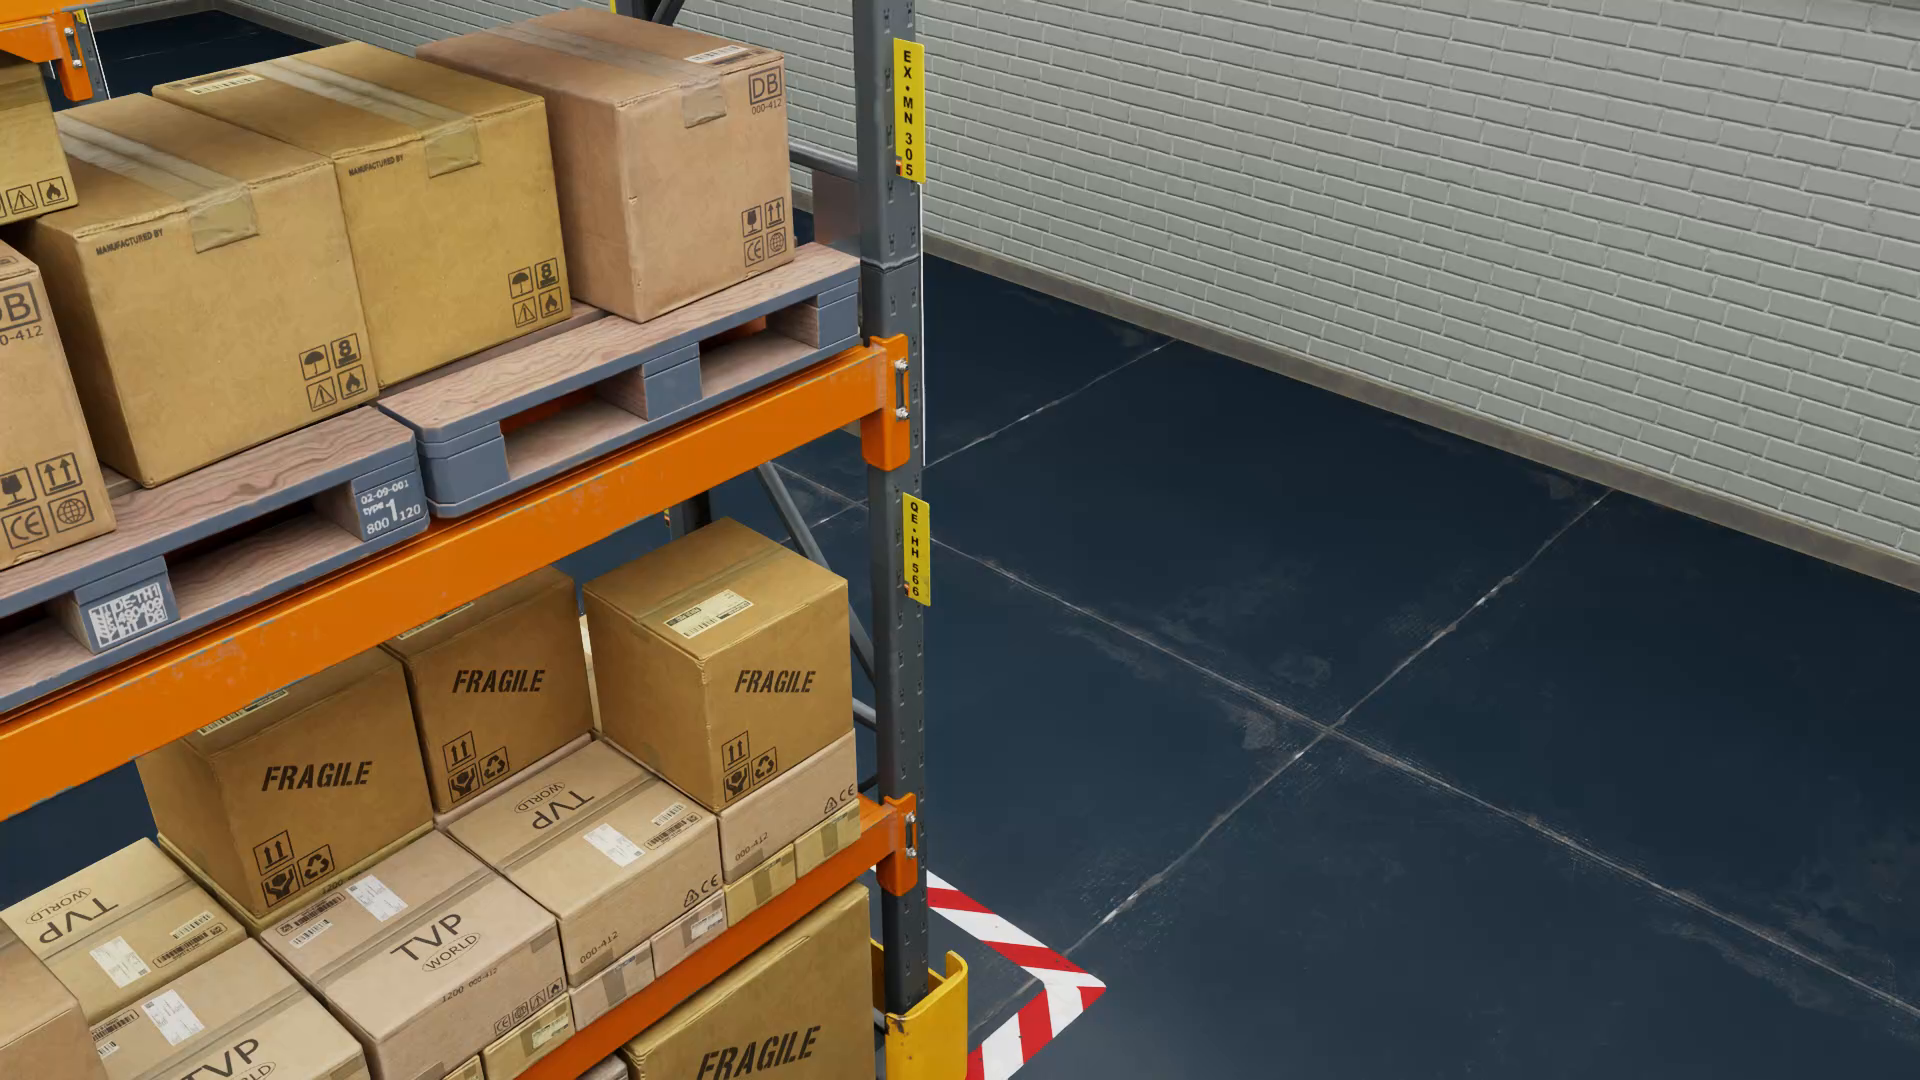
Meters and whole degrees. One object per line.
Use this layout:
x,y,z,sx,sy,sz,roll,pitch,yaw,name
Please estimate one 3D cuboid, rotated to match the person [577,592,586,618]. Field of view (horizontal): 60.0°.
-1.447,0.681,6.752,0.511,0.973,0.944,23,38,33,person
